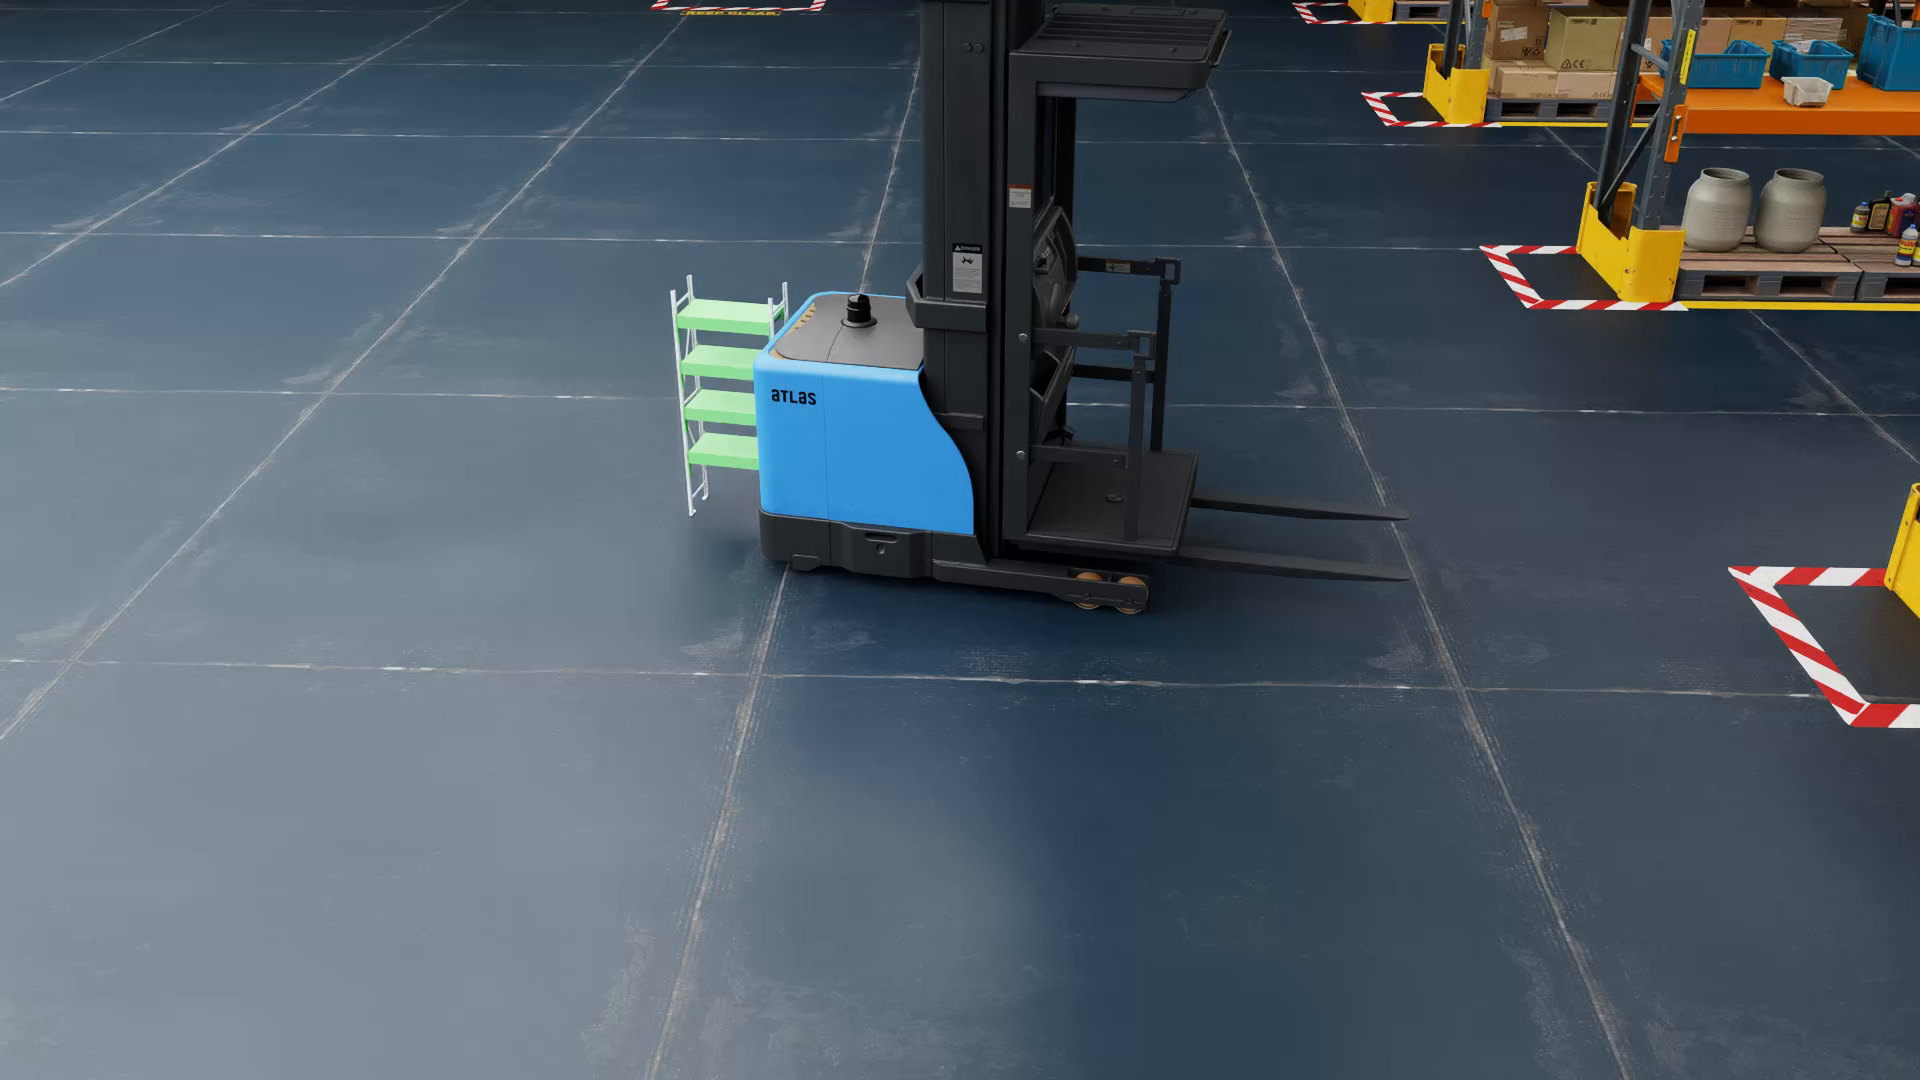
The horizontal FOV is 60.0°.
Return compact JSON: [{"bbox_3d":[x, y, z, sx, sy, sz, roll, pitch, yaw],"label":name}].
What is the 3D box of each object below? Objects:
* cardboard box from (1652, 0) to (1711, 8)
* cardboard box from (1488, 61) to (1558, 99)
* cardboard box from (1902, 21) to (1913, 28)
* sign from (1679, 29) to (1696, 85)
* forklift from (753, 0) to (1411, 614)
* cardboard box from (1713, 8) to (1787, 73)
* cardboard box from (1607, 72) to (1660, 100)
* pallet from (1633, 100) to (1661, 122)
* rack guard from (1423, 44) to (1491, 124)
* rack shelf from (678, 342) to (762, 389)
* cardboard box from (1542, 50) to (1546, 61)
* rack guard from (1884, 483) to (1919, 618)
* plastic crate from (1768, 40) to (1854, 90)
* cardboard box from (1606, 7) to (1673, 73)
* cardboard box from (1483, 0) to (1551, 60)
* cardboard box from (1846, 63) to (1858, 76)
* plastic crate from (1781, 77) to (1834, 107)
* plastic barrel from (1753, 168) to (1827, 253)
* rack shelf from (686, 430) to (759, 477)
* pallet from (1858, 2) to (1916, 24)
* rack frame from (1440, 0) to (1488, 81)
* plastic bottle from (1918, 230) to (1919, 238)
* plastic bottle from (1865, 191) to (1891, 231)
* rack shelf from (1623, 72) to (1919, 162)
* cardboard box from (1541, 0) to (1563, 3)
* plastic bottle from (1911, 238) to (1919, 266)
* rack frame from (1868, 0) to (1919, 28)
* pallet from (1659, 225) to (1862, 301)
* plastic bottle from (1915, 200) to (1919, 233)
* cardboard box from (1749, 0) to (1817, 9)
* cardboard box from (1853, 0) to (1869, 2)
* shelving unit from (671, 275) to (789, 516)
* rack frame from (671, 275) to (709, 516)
[{"bbox_3d":[6.847,-4.923,16.020,0.500,0.500,0.500,1,28,2],"label":"cardboard box"},{"bbox_3d":[5.329,-4.366,15.772,0.500,0.250,0.500,1,28,2],"label":"cardboard box"},{"bbox_3d":[9.213,-4.788,15.969,0.500,0.311,0.500,1,28,2],"label":"cardboard box"},{"bbox_3d":[4.598,-3.055,10.515,0.005,0.325,0.100,1,28,2],"label":"sign"},{"bbox_3d":[0.615,-1.230,7.442,3.031,2.935,1.130,6,29,11],"label":"forklift"},{"bbox_3d":[7.328,-4.670,15.544,0.500,0.500,0.500,1,28,2],"label":"cardboard box"},{"bbox_3d":[6.328,-4.351,15.743,0.500,0.250,0.500,1,28,2],"label":"cardboard box"},{"bbox_3d":[6.782,-4.262,16.065,1.213,0.211,1.003,1,28,2],"label":"pallet"},{"bbox_3d":[4.777,-4.405,16.025,0.348,0.500,1.175,1,28,2],"label":"rack guard"},{"bbox_3d":[-1.108,-0.840,8.177,0.480,0.148,0.258,6,29,11],"label":"rack shelf"},{"bbox_3d":[5.847,-4.606,16.224,0.500,0.250,0.500,1,28,2],"label":"cardboard box"},{"bbox_3d":[4.523,0.234,7.275,0.348,0.500,1.175,1,28,2],"label":"rack guard"},{"bbox_3d":[5.782,-3.243,11.324,0.408,0.251,0.499,1,28,2],"label":"plastic crate"},{"bbox_3d":[6.329,-4.688,15.578,0.500,0.500,0.500,1,28,2],"label":"cardboard box"},{"bbox_3d":[5.347,-4.941,16.055,0.500,0.500,0.500,1,28,2],"label":"cardboard box"},{"bbox_3d":[8.327,-4.319,15.681,0.500,0.250,0.500,1,28,2],"label":"cardboard box"},{"bbox_3d":[5.505,-2.908,10.815,0.250,0.136,0.298,1,28,2],"label":"plastic crate"},{"bbox_3d":[5.783,-2.293,11.581,0.421,0.512,0.421,0,28,0],"label":"plastic barrel"},{"bbox_3d":[-1.108,-0.416,8.402,0.480,0.148,0.258,6,29,11],"label":"rack shelf"},{"bbox_3d":[10.970,-6.498,20.283,1.213,0.211,1.003,1,28,2],"label":"pallet"},{"bbox_3d":[4.801,-5.509,15.439,0.127,3.000,1.000,1,28,2],"label":"rack frame"},{"bbox_3d":[6.877,-2.245,11.800,0.097,0.201,0.097,0,28,0],"label":"plastic bottle"},{"bbox_3d":[6.590,-2.366,11.941,0.133,0.283,0.061,2,28,3],"label":"plastic bottle"},{"bbox_3d":[6.621,-2.839,11.172,4.000,0.370,1.077,1,28,2],"label":"rack shelf"},{"bbox_3d":[6.961,-6.819,20.110,0.500,0.500,0.700,-1,28,-1],"label":"cardboard box"},{"bbox_3d":[6.526,-1.971,11.283,0.097,0.201,0.097,0,28,0],"label":"plastic bottle"},{"bbox_3d":[8.798,-5.443,15.314,0.127,3.000,1.000,1,28,2],"label":"rack frame"},{"bbox_3d":[5.511,-1.963,11.728,1.213,0.211,1.003,1,28,2],"label":"pallet"},{"bbox_3d":[6.862,-2.337,11.894,0.135,0.276,0.152,0,28,0],"label":"plastic bottle"},{"bbox_3d":[7.846,-4.903,15.984,0.500,0.500,0.500,1,28,2],"label":"cardboard box"},{"bbox_3d":[10.732,-6.834,20.139,0.500,0.500,0.700,1,28,2],"label":"cardboard box"},{"bbox_3d":[-1.108,-0.684,8.259,0.503,1.200,0.258,6,29,11],"label":"shelving unit"},{"bbox_3d":[-1.346,-0.709,8.307,0.015,1.200,0.240,6,29,11],"label":"rack frame"}]
